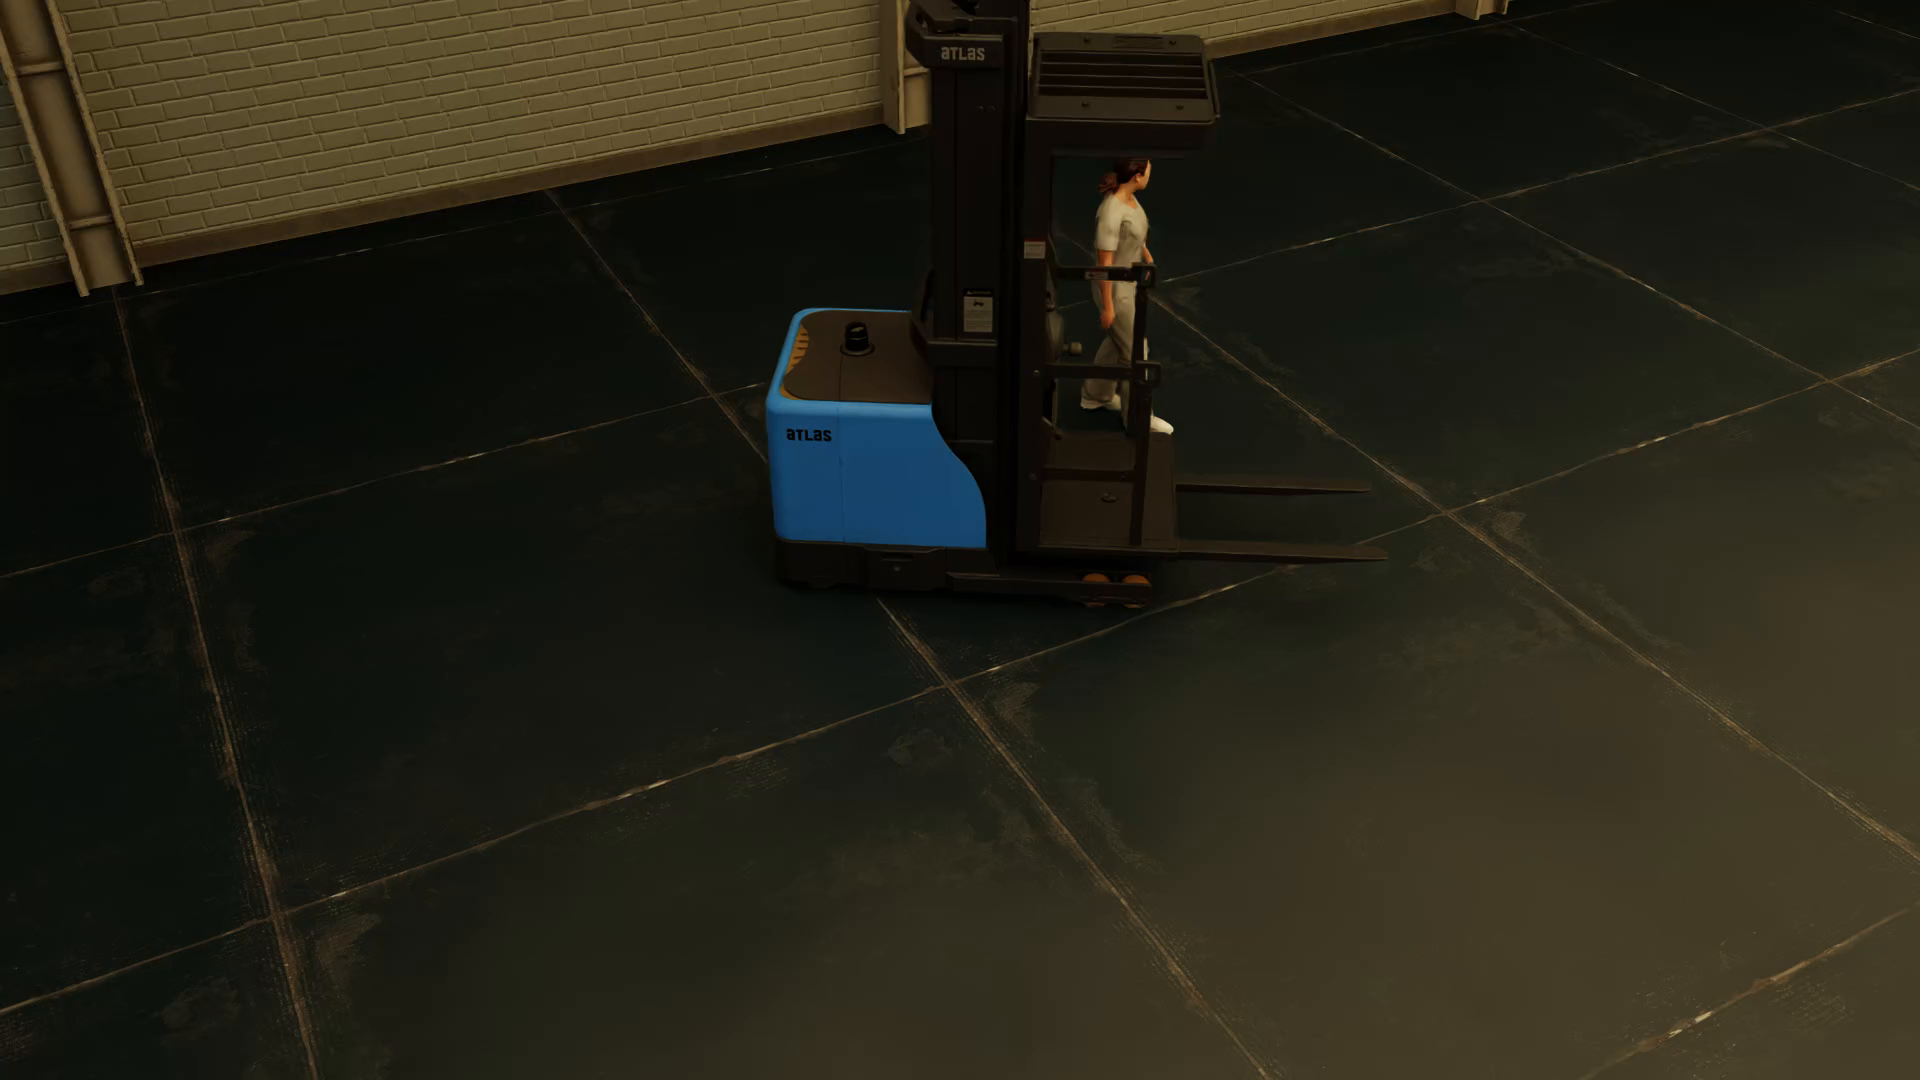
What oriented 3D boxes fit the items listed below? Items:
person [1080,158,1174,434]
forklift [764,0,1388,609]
[{"bbox_3d":[0.967,-1.382,9.188,0.573,1.653,0.629,7,36,10],"label":"person"},{"bbox_3d":[0.612,-1.178,7.789,3.031,2.935,1.130,2,35,3],"label":"forklift"}]
